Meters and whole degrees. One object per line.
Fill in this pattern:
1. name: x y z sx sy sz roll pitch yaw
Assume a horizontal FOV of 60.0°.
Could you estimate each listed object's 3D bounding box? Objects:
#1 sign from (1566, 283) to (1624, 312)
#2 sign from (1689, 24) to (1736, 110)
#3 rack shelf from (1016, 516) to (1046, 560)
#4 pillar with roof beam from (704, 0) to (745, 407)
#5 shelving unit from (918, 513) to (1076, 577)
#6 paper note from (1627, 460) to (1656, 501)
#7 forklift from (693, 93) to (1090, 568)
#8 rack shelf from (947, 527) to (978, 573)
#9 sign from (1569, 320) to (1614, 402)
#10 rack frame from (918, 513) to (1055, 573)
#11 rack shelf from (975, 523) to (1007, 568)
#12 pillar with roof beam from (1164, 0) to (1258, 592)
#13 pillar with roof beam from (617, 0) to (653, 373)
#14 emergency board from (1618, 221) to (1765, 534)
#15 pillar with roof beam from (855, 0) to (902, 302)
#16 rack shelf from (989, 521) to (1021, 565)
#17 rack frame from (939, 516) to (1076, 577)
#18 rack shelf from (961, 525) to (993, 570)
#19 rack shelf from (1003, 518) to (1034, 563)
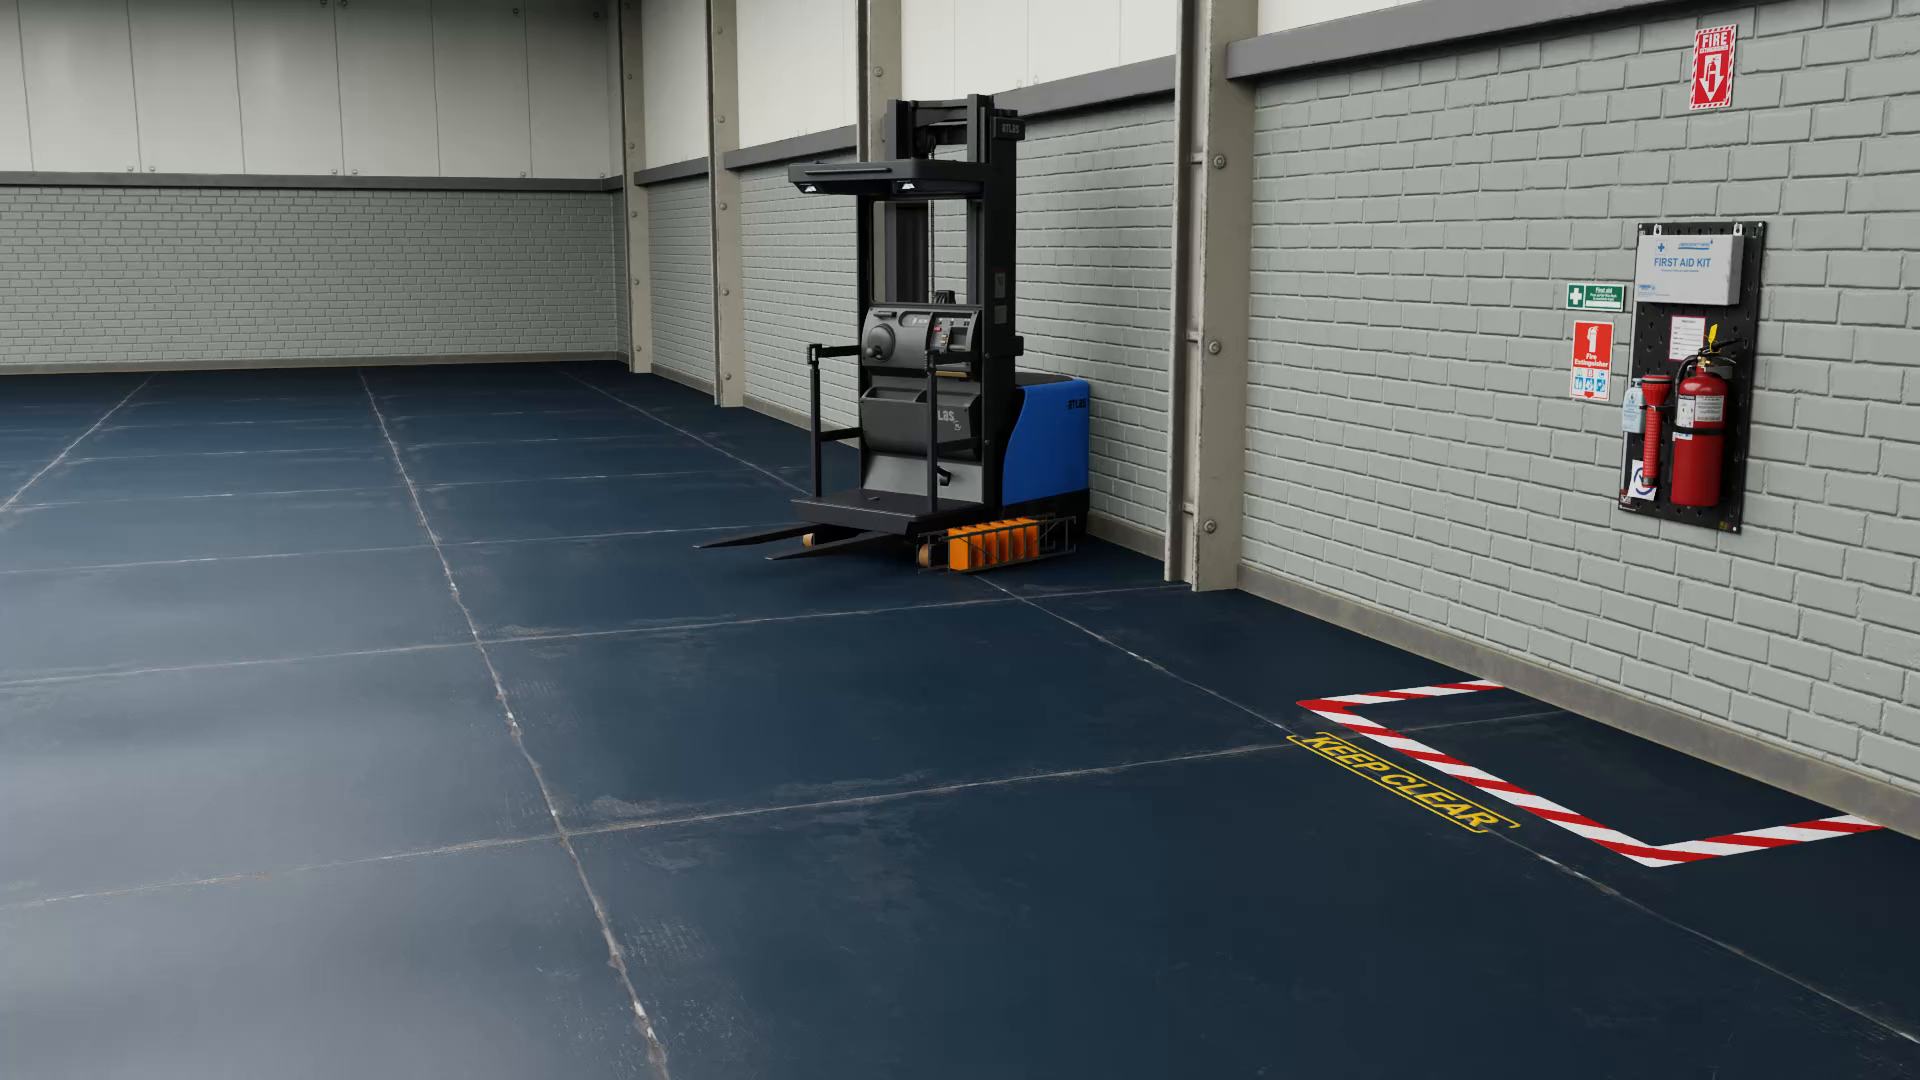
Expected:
1. sign: 2.655 -1.017 6.958 0.001 0.109 0.331 -4 11 -21
2. sign: 2.856 -1.792 6.310 0.001 0.298 0.199 -4 11 -21
3. rack shelf: 0.457 -0.012 10.649 0.103 0.258 0.180 -9 14 -42
4. pillar with roof beam: -6.909 -5.856 18.645 9.100 9.000 0.400 -4 11 -21
5. shelving unit: 0.249 0.022 10.457 1.200 0.258 0.189 -9 14 -42
6. paper note: 2.766 -0.243 6.735 0.016 0.148 0.142 -4 11 -21
7. forklift: -0.394 -1.357 10.679 1.130 2.935 3.031 8 13 38
8. rack shelf: 0.019 0.060 10.245 0.103 0.258 0.180 -9 14 -42
9. sign: 2.662 -0.757 7.011 0.001 0.329 0.234 -4 11 -21
10. rack frame: 0.187 0.010 10.523 1.200 0.240 0.006 -9 14 -42
11. rack shelf: 0.194 0.031 10.406 0.103 0.258 0.180 -9 14 -42
12. pillar with roof beam: -2.561 -3.897 7.634 9.100 9.000 0.400 -4 11 -21
13. pillar with roof beam: -9.084 -6.835 24.151 9.100 9.000 0.400 -4 11 -21
14. emergency board: 2.766 -0.643 6.470 0.194 1.169 0.643 -4 11 -21
15. pillar with roof beam: -4.735 -4.876 13.139 9.100 9.000 0.400 -4 11 -21
16. rack shelf: 0.282 0.017 10.487 0.103 0.258 0.180 -9 14 -42
17. rack frame: 0.312 0.034 10.391 1.200 0.240 0.006 -9 14 -42
18. rack shelf: 0.106 0.045 10.325 0.103 0.258 0.180 -9 14 -42
19. rack shelf: 0.369 0.002 10.568 0.103 0.258 0.180 -9 14 -42
